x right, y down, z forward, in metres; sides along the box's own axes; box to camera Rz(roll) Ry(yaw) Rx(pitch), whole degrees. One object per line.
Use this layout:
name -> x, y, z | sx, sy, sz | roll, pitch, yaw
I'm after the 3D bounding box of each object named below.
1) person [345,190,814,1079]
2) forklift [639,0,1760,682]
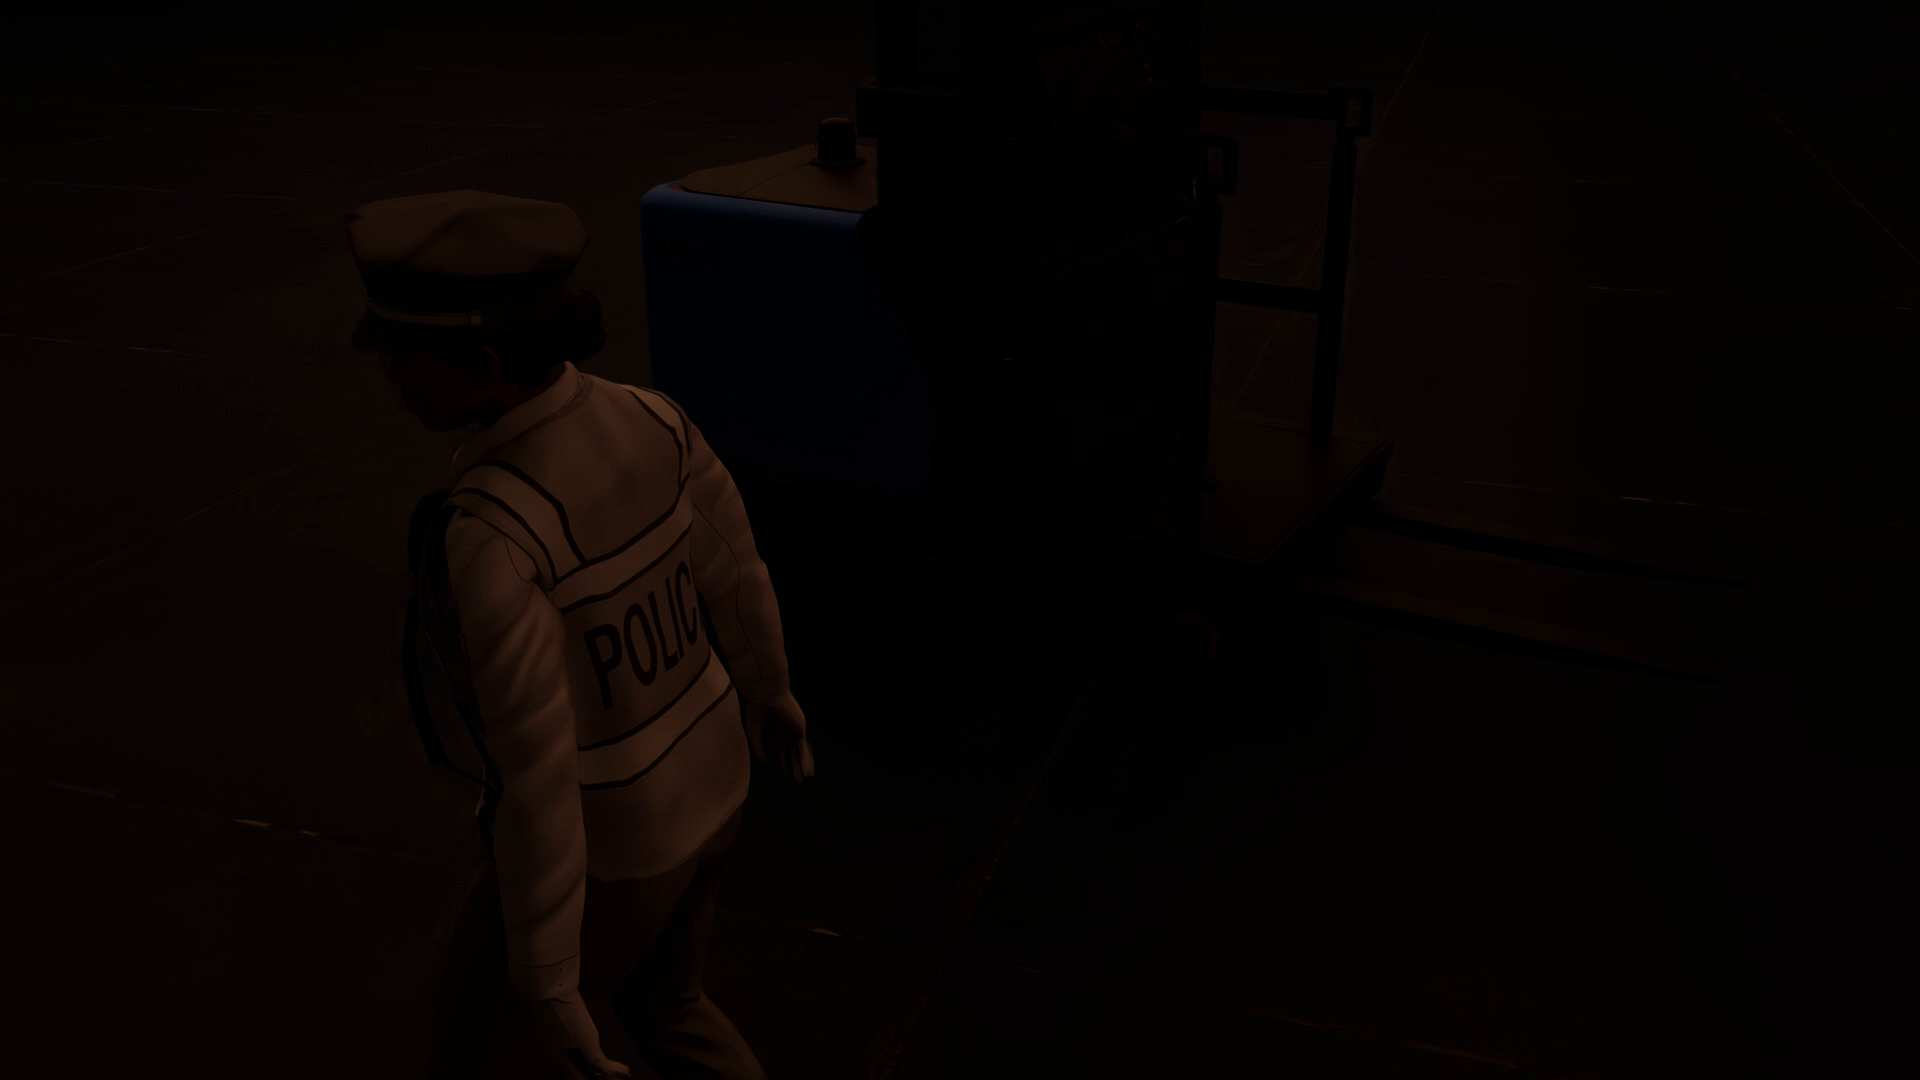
person -> -0.430, 0.385, 2.107 | 0.417, 1.640, 0.796 | 8, 24, 19
forklift -> 0.596, -1.234, 4.269 | 3.031, 2.935, 1.130 | 13, 26, 28
